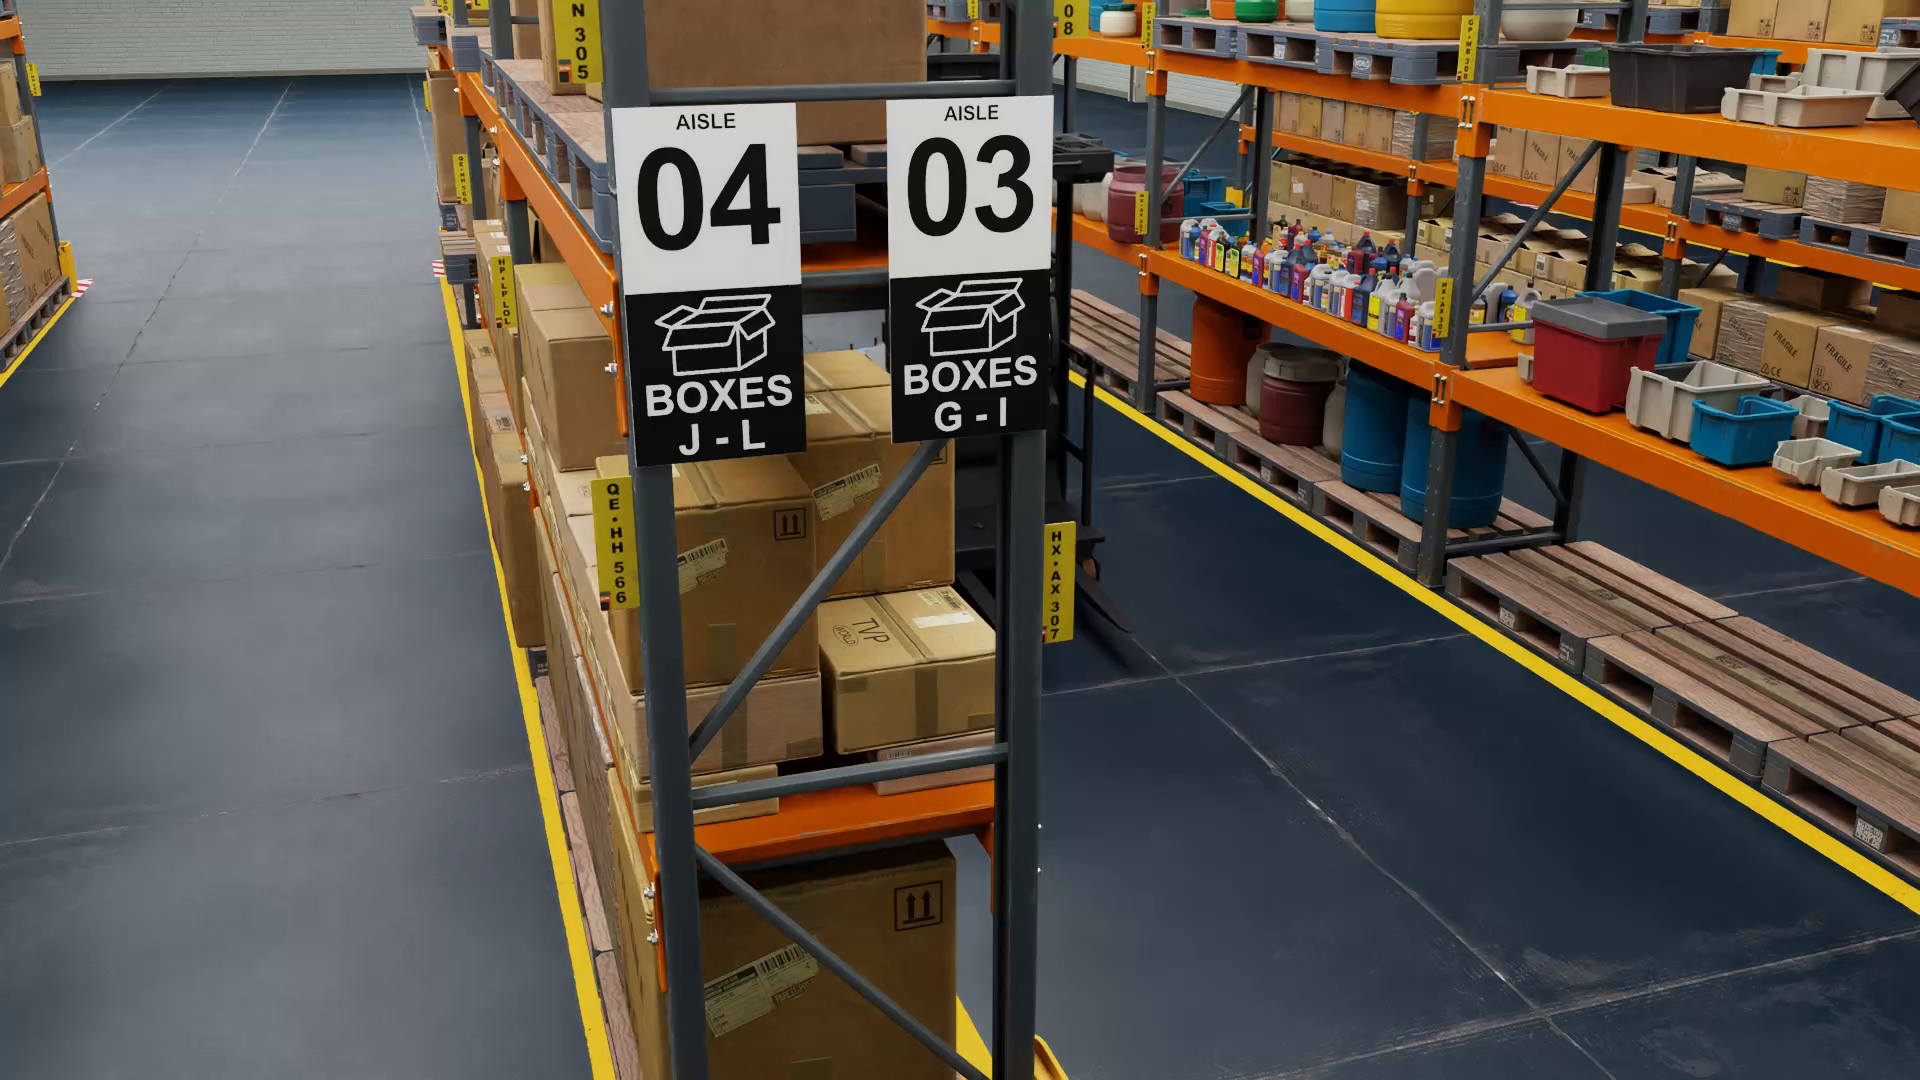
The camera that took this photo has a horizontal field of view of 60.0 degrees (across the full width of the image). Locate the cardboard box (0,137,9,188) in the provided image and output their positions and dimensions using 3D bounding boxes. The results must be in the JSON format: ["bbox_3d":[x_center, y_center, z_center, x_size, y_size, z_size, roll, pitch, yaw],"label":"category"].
[{"bbox_3d":[-9.641,-3.616,15.824,0.875,0.550,0.550,-6,21,-17],"label":"cardboard box"}]

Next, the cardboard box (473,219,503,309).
[{"bbox_3d":[-2.902,-1.816,10.888,0.500,0.500,0.500,-6,21,-16],"label":"cardboard box"}]

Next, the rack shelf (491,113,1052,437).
[{"bbox_3d":[-0.911,-1.102,5.674,1.077,0.370,4.000,-6,21,-17],"label":"rack shelf"}]

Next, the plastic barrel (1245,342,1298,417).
[{"bbox_3d":[2.338,-1.180,12.324,0.421,0.512,0.421,0,20,0],"label":"plastic barrel"}]

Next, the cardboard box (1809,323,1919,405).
[{"bbox_3d":[6.973,-1.364,12.823,0.500,0.500,0.500,-7,21,-19],"label":"cardboard box"}]

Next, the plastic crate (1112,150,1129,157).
[{"bbox_3d":[1.290,-3.436,15.568,0.392,0.384,0.575,-6,21,-17],"label":"plastic crate"}]

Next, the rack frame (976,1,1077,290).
[{"bbox_3d":[0.648,-3.764,16.459,1.000,3.000,0.127,-6,21,-17],"label":"rack frame"}]

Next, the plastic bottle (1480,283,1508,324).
[{"bbox_3d":[3.264,-1.445,10.185,0.152,0.276,0.135,-6,21,-17],"label":"plastic bottle"}]

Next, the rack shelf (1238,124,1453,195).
[{"bbox_3d":[4.723,-4.592,19.829,1.077,0.370,4.000,-6,21,-17],"label":"rack shelf"}]

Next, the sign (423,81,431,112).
[{"bbox_3d":[-5.826,-4.871,18.260,0.100,0.325,0.005,-6,21,-17],"label":"sign"}]

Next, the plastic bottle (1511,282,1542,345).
[{"bbox_3d":[2.688,-1.739,10.892,0.643,0.351,2.872,-6,21,-17],"label":"plastic bottle"}]

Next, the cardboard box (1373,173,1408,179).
[{"bbox_3d":[5.189,-4.049,19.588,0.500,0.500,0.500,-6,21,-17],"label":"cardboard box"}]

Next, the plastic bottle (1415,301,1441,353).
[{"bbox_3d":[2.732,-1.231,9.589,0.152,0.276,0.135,-6,21,-17],"label":"plastic bottle"}]

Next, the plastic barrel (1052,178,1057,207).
[{"bbox_3d":[0.971,-3.262,14.861,0.433,0.535,0.433,0,20,0],"label":"plastic barrel"}]

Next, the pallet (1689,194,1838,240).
[{"bbox_3d":[6.889,-2.705,13.794,1.213,0.211,1.003,-6,21,-17],"label":"pallet"}]

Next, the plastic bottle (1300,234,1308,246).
[{"bbox_3d":[2.560,-2.158,12.282,0.097,0.201,0.097,0,20,0],"label":"plastic bottle"}]

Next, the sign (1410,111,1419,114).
[{"bbox_3d":[4.825,-4.674,17.595,0.100,0.325,0.005,-6,21,-17],"label":"sign"}]

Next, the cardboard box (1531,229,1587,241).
[{"bbox_3d":[6.075,-3.030,17.033,0.500,0.311,0.500,-6,21,-17],"label":"cardboard box"}]

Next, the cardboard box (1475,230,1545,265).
[{"bbox_3d":[5.561,-2.970,16.866,0.500,0.311,0.500,-7,21,-19],"label":"cardboard box"}]

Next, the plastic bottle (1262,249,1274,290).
[{"bbox_3d":[2.108,-1.836,11.281,0.097,0.271,0.097,0,20,0],"label":"plastic bottle"}]

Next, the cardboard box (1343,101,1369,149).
[{"bbox_3d":[4.880,-4.808,19.217,0.700,0.500,0.500,-6,21,-16],"label":"cardboard box"}]

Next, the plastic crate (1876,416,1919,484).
[{"bbox_3d":[4.241,-0.399,7.250,0.416,0.233,0.300,-6,21,-17],"label":"plastic crate"}]

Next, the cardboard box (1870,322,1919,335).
[{"bbox_3d":[7.459,-1.427,12.999,0.500,0.500,0.500,-7,21,-19],"label":"cardboard box"}]

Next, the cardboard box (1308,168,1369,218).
[{"bbox_3d":[4.521,-4.152,19.875,0.500,0.500,0.500,-6,21,-17],"label":"cardboard box"}]

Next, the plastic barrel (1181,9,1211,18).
[{"bbox_3d":[1.779,-3.893,12.610,0.294,0.245,0.294,0,20,0],"label":"plastic barrel"}]

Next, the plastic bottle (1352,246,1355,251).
[{"bbox_3d":[2.797,-1.974,11.648,0.061,0.283,0.133,-6,21,-17],"label":"plastic bottle"}]

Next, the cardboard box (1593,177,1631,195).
[{"bbox_3d":[6.155,-3.291,15.512,0.380,0.149,0.250,-5,20,-13],"label":"cardboard box"}]

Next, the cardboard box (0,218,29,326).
[{"bbox_3d":[-9.212,-2.439,15.292,0.875,0.875,0.875,-6,21,-17],"label":"cardboard box"}]

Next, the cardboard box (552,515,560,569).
[{"bbox_3d":[-1.354,-0.006,6.368,0.380,0.149,0.250,-6,21,-17],"label":"cardboard box"}]

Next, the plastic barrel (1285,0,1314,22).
[{"bbox_3d":[2.382,-3.696,11.416,0.301,0.262,0.301,0,20,0],"label":"plastic barrel"}]

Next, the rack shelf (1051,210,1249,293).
[{"bbox_3d":[1.277,-2.784,14.793,1.077,0.370,4.000,-6,21,-17],"label":"rack shelf"}]

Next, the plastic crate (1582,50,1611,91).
[{"bbox_3d":[3.583,-2.405,8.551,0.450,0.188,0.662,-6,21,-17],"label":"plastic crate"}]

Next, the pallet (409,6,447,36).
[{"bbox_3d":[-3.961,-4.352,13.935,1.213,0.211,1.003,-6,21,-17],"label":"pallet"}]

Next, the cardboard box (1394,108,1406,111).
[{"bbox_3d":[4.987,-4.786,18.195,0.380,0.149,0.250,-7,21,-18],"label":"cardboard box"}]

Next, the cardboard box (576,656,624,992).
[{"bbox_3d":[-0.845,0.926,5.922,0.875,0.875,0.875,-6,21,-17],"label":"cardboard box"}]

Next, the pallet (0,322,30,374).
[{"bbox_3d":[-8.959,-1.683,14.790,1.003,0.211,1.213,-6,21,-17],"label":"pallet"}]

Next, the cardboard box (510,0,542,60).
[{"bbox_3d":[-1.731,-2.512,7.766,0.700,0.500,0.500,-6,21,-16],"label":"cardboard box"}]

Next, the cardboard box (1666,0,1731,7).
[{"bbox_3d":[6.413,-4.684,14.183,0.500,0.250,0.500,-8,21,-21],"label":"cardboard box"}]

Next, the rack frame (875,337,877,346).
[{"bbox_3d":[-0.489,-0.838,11.196,0.200,1.050,0.008,15,25,36],"label":"rack frame"}]

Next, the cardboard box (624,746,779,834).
[{"bbox_3d":[-0.706,0.652,4.535,0.380,0.149,0.250,-6,21,-16],"label":"cardboard box"}]

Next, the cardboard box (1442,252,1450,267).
[{"bbox_3d":[5.403,-2.873,17.424,0.500,0.250,0.500,-6,21,-16],"label":"cardboard box"}]

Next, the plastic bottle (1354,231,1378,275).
[{"bbox_3d":[2.807,-1.950,11.482,0.144,0.351,0.185,-6,21,-17],"label":"plastic bottle"}]

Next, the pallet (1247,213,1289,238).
[{"bbox_3d":[4.375,-4.020,21.295,1.003,0.211,1.213,-6,21,-17],"label":"pallet"}]

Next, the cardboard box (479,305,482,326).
[{"bbox_3d":[-3.881,-2.069,14.787,0.700,0.500,0.500,-8,21,-21],"label":"cardboard box"}]

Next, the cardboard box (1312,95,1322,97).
[{"bbox_3d":[4.420,-5.363,19.803,0.380,0.149,0.250,-7,21,-18],"label":"cardboard box"}]

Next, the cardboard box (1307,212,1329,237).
[{"bbox_3d":[4.522,-3.799,20.003,0.500,0.250,0.500,-6,21,-17],"label":"cardboard box"}]

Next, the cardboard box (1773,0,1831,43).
[{"bbox_3d":[6.938,-4.164,12.987,0.910,0.500,0.500,-6,21,-17],"label":"cardboard box"}]

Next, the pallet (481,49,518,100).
[{"bbox_3d":[-1.874,-2.281,8.176,0.805,0.209,1.217,-7,21,-19],"label":"pallet"}]

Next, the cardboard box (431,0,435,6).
[{"bbox_3d":[-4.445,-4.697,14.842,0.500,0.250,0.500,-6,21,-15],"label":"cardboard box"}]

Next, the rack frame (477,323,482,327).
[{"bbox_3d":[-4.057,-3.237,14.993,0.949,2.616,0.053,-6,21,-17],"label":"rack frame"}]

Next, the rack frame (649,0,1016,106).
[{"bbox_3d":[-0.285,-2.210,3.257,0.949,2.616,0.053,-6,21,-17],"label":"rack frame"}]

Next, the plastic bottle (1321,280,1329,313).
[{"bbox_3d":[2.354,-1.552,10.594,0.097,0.201,0.097,0,20,0],"label":"plastic bottle"}]

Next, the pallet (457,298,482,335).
[{"bbox_3d":[-4.298,-2.137,16.054,1.003,0.211,1.213,-6,21,-17],"label":"pallet"}]

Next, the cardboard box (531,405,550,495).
[{"bbox_3d":[-1.489,-0.401,6.878,0.500,0.250,0.500,-6,21,-17],"label":"cardboard box"}]

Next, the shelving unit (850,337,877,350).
[{"bbox_3d":[-0.564,-0.806,11.106,0.215,1.050,0.252,15,25,36],"label":"shelving unit"}]

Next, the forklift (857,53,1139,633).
[{"bbox_3d":[0.176,-1.169,9.335,1.130,2.935,3.031,-5,20,-15],"label":"forklift"}]
